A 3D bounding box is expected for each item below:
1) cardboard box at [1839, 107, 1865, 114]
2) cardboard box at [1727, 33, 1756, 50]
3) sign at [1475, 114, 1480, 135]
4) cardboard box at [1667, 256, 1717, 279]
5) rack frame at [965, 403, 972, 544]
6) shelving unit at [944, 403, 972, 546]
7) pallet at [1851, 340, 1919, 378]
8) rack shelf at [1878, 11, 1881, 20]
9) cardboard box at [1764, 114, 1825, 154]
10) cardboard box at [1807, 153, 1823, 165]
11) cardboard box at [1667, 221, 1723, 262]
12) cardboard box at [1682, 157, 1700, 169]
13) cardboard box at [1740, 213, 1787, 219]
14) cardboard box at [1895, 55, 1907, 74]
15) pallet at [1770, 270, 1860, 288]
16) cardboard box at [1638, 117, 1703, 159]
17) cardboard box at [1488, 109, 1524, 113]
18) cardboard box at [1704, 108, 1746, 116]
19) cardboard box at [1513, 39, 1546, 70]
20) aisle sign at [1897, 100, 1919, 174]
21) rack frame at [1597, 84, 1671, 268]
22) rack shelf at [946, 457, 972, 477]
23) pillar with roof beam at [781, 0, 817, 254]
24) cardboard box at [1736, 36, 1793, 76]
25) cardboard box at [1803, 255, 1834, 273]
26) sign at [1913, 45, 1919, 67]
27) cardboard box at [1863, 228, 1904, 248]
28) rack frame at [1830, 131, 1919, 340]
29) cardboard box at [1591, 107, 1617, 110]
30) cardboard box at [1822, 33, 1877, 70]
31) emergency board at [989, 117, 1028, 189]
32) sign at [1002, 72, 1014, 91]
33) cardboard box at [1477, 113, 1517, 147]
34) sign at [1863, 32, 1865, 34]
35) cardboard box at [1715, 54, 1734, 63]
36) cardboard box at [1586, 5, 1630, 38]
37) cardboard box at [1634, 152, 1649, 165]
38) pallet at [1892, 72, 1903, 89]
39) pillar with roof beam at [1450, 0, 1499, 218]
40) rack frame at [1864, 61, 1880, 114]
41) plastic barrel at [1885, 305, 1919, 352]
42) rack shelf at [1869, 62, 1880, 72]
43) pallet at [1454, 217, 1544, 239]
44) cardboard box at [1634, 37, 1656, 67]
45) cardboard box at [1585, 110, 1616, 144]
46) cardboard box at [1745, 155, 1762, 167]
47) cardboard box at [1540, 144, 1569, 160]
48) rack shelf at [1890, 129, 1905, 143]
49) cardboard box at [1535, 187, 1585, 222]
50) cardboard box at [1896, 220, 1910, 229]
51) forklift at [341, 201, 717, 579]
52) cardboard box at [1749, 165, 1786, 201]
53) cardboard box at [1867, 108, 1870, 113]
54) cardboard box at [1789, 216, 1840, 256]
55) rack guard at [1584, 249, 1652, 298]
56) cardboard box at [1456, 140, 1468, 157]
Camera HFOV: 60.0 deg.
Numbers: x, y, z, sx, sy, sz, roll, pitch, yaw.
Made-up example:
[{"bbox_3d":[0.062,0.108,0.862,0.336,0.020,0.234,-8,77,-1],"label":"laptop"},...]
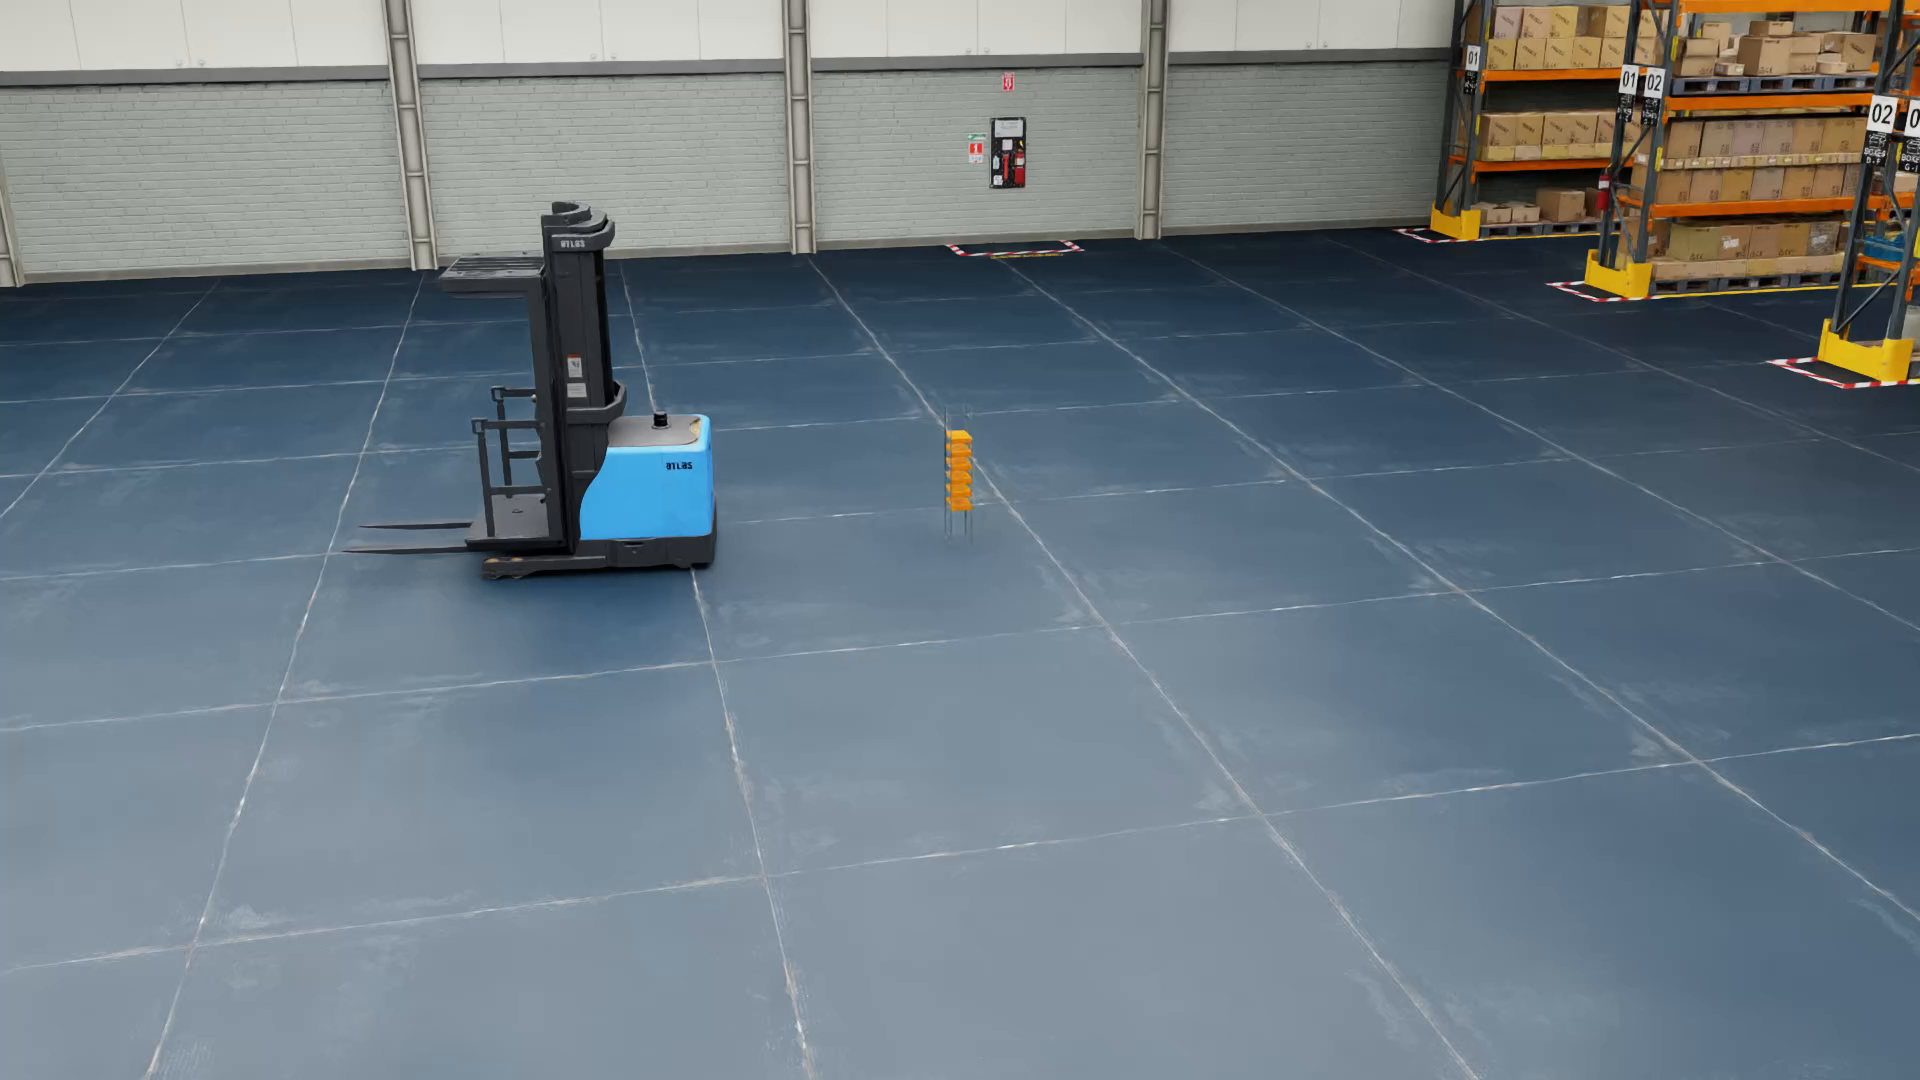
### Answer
[{"bbox_3d":[15.930,-7.625,30.205,0.500,0.500,0.700,-7,21,-19],"label":"cardboard box"},{"bbox_3d":[13.643,-8.724,29.149,0.500,0.311,0.500,-4,20,-11],"label":"cardboard box"},{"bbox_3d":[8.725,-7.003,28.035,0.005,0.325,0.100,-5,21,-12],"label":"sign"},{"bbox_3d":[10.802,-4.035,24.579,0.500,0.250,0.500,-5,21,-12],"label":"cardboard box"},{"bbox_3d":[0.075,-0.569,14.347,0.006,1.200,0.240,-5,21,-12],"label":"rack frame"},{"bbox_3d":[-0.014,-0.562,14.327,0.189,1.200,0.258,-5,21,-12],"label":"shelving unit"},{"bbox_3d":[11.735,-2.237,20.337,1.213,0.211,1.003,-5,21,-12],"label":"pallet"},{"bbox_3d":[15.583,-7.887,24.611,4.000,0.370,1.077,-5,21,-12],"label":"rack shelf"},{"bbox_3d":[12.227,-5.976,24.458,0.500,0.500,0.700,-5,21,-12],"label":"cardboard box"},{"bbox_3d":[12.430,-5.615,24.417,0.250,0.149,0.380,-5,21,-13],"label":"cardboard box"},{"bbox_3d":[10.803,-4.387,24.448,0.500,0.500,0.500,-5,21,-12],"label":"cardboard box"},{"bbox_3d":[10.431,-5.453,23.973,0.250,0.149,0.380,-5,21,-14],"label":"cardboard box"},{"bbox_3d":[12.140,-4.684,25.260,0.500,0.500,0.500,-5,21,-12],"label":"cardboard box"},{"bbox_3d":[14.238,-7.018,24.580,0.500,0.250,0.500,-3,20,-7],"label":"cardboard box"},{"bbox_3d":[12.853,-4.079,25.364,1.213,0.211,1.003,-5,21,-12],"label":"pallet"},{"bbox_3d":[10.252,-5.814,24.014,0.500,0.500,0.700,-5,21,-12],"label":"cardboard box"},{"bbox_3d":[9.502,-7.214,28.969,0.500,0.500,0.500,-4,21,-12],"label":"cardboard box"},{"bbox_3d":[13.541,-7.419,29.644,0.500,0.500,0.700,-3,20,-7],"label":"cardboard box"},{"bbox_3d":[9.514,-8.217,28.071,0.500,0.500,0.500,-3,20,-9],"label":"cardboard box"},{"bbox_3d":[10.877,-4.579,18.897,0.004,0.787,0.394,-5,21,-12],"label":"aisle sign"},{"bbox_3d":[9.744,-5.121,24.154,0.127,3.000,1.000,-5,21,-12],"label":"rack frame"},{"bbox_3d":[-0.014,-0.633,14.301,0.180,0.103,0.258,-5,21,-12],"label":"rack shelf"},{"bbox_3d":[-1.605,-7.549,22.063,0.400,9.000,9.100,-5,21,-12],"label":"pillar with roof beam"},{"bbox_3d":[11.423,-6.879,23.634,0.500,0.500,0.500,-5,21,-12],"label":"cardboard box"},{"bbox_3d":[12.746,-4.197,25.020,0.500,0.250,0.500,-5,21,-12],"label":"cardboard box"},{"bbox_3d":[13.766,-6.940,23.893,0.005,0.325,0.100,-5,21,-12],"label":"sign"},{"bbox_3d":[14.096,-4.556,25.184,0.500,0.311,0.500,-5,21,-12],"label":"cardboard box"},{"bbox_3d":[10.880,-3.462,19.627,0.127,3.000,1.000,-5,21,-12],"label":"rack frame"},{"bbox_3d":[11.483,-7.379,29.419,0.500,0.500,0.500,-5,21,-13],"label":"cardboard box"},{"bbox_3d":[13.085,-7.204,24.521,0.500,0.500,0.500,-3,20,-8],"label":"cardboard box"},{"bbox_3d":[0.830,-6.466,27.826,0.643,1.169,0.194,-5,21,-12],"label":"emergency board"},{"bbox_3d":[0.799,-7.587,27.517,0.199,0.298,0.001,-5,21,-12],"label":"sign"},{"bbox_3d":[9.134,-7.007,28.402,0.500,0.500,0.500,-5,21,-12],"label":"cardboard box"},{"bbox_3d":[13.502,-7.417,24.853,0.005,0.325,0.100,-5,21,-12],"label":"sign"},{"bbox_3d":[10.804,-6.901,24.057,0.500,0.250,0.500,-5,21,-12],"label":"cardboard box"},{"bbox_3d":[11.031,-8.807,28.229,0.500,0.500,0.500,-5,21,-14],"label":"cardboard box"},{"bbox_3d":[10.072,-5.566,24.282,0.250,0.149,0.380,-5,21,-13],"label":"cardboard box"},{"bbox_3d":[14.492,-6.830,24.738,1.217,0.209,0.805,-5,21,-15],"label":"pallet"},{"bbox_3d":[10.073,-8.499,24.656,0.400,9.000,9.100,-5,21,-12],"label":"pillar with roof beam"},{"bbox_3d":[16.385,-7.412,30.408,0.127,3.000,1.000,-5,21,-12],"label":"rack frame"},{"bbox_3d":[11.503,-2.569,20.195,0.421,0.512,0.421,0,20,0],"label":"plastic barrel"},{"bbox_3d":[14.439,-8.324,29.584,4.000,0.370,1.077,-5,21,-12],"label":"rack shelf"},{"bbox_3d":[9.473,-5.528,29.319,1.213,0.211,1.003,-5,21,-12],"label":"pallet"},{"bbox_3d":[11.563,-8.401,28.575,0.500,0.500,0.500,-6,21,-17],"label":"cardboard box"},{"bbox_3d":[11.127,-7.167,28.841,0.500,0.500,0.500,-5,21,-14],"label":"cardboard box"},{"bbox_3d":[11.428,-5.534,24.193,0.250,0.149,0.380,-5,21,-13],"label":"cardboard box"},{"bbox_3d":[10.147,-6.734,28.747,0.500,0.250,0.500,-5,21,-13],"label":"cardboard box"},{"bbox_3d":[12.826,-4.691,19.667,4.000,0.370,1.077,-5,21,-12],"label":"rack shelf"},{"bbox_3d":[10.574,-5.922,29.337,0.500,0.500,0.700,-6,21,-16],"label":"cardboard box"},{"bbox_3d":[14.956,-4.817,25.896,0.500,0.311,0.500,-5,21,-13],"label":"cardboard box"},{"bbox_3d":[-3.611,-1.246,13.677,3.031,2.935,1.130,-2,20,-6],"label":"forklift"},{"bbox_3d":[11.707,-5.324,24.563,0.500,0.500,0.700,-4,21,-11],"label":"cardboard box"},{"bbox_3d":[16.784,-7.733,30.680,0.500,0.500,0.500,-5,21,-12],"label":"cardboard box"},{"bbox_3d":[12.746,-4.550,24.893,0.500,0.500,0.500,-5,21,-12],"label":"cardboard box"},{"bbox_3d":[9.720,-3.945,24.579,0.348,0.500,1.175,-5,21,-12],"label":"rack guard"},{"bbox_3d":[9.010,-6.819,28.980,0.500,0.250,0.500,-4,21,-12],"label":"cardboard box"}]
